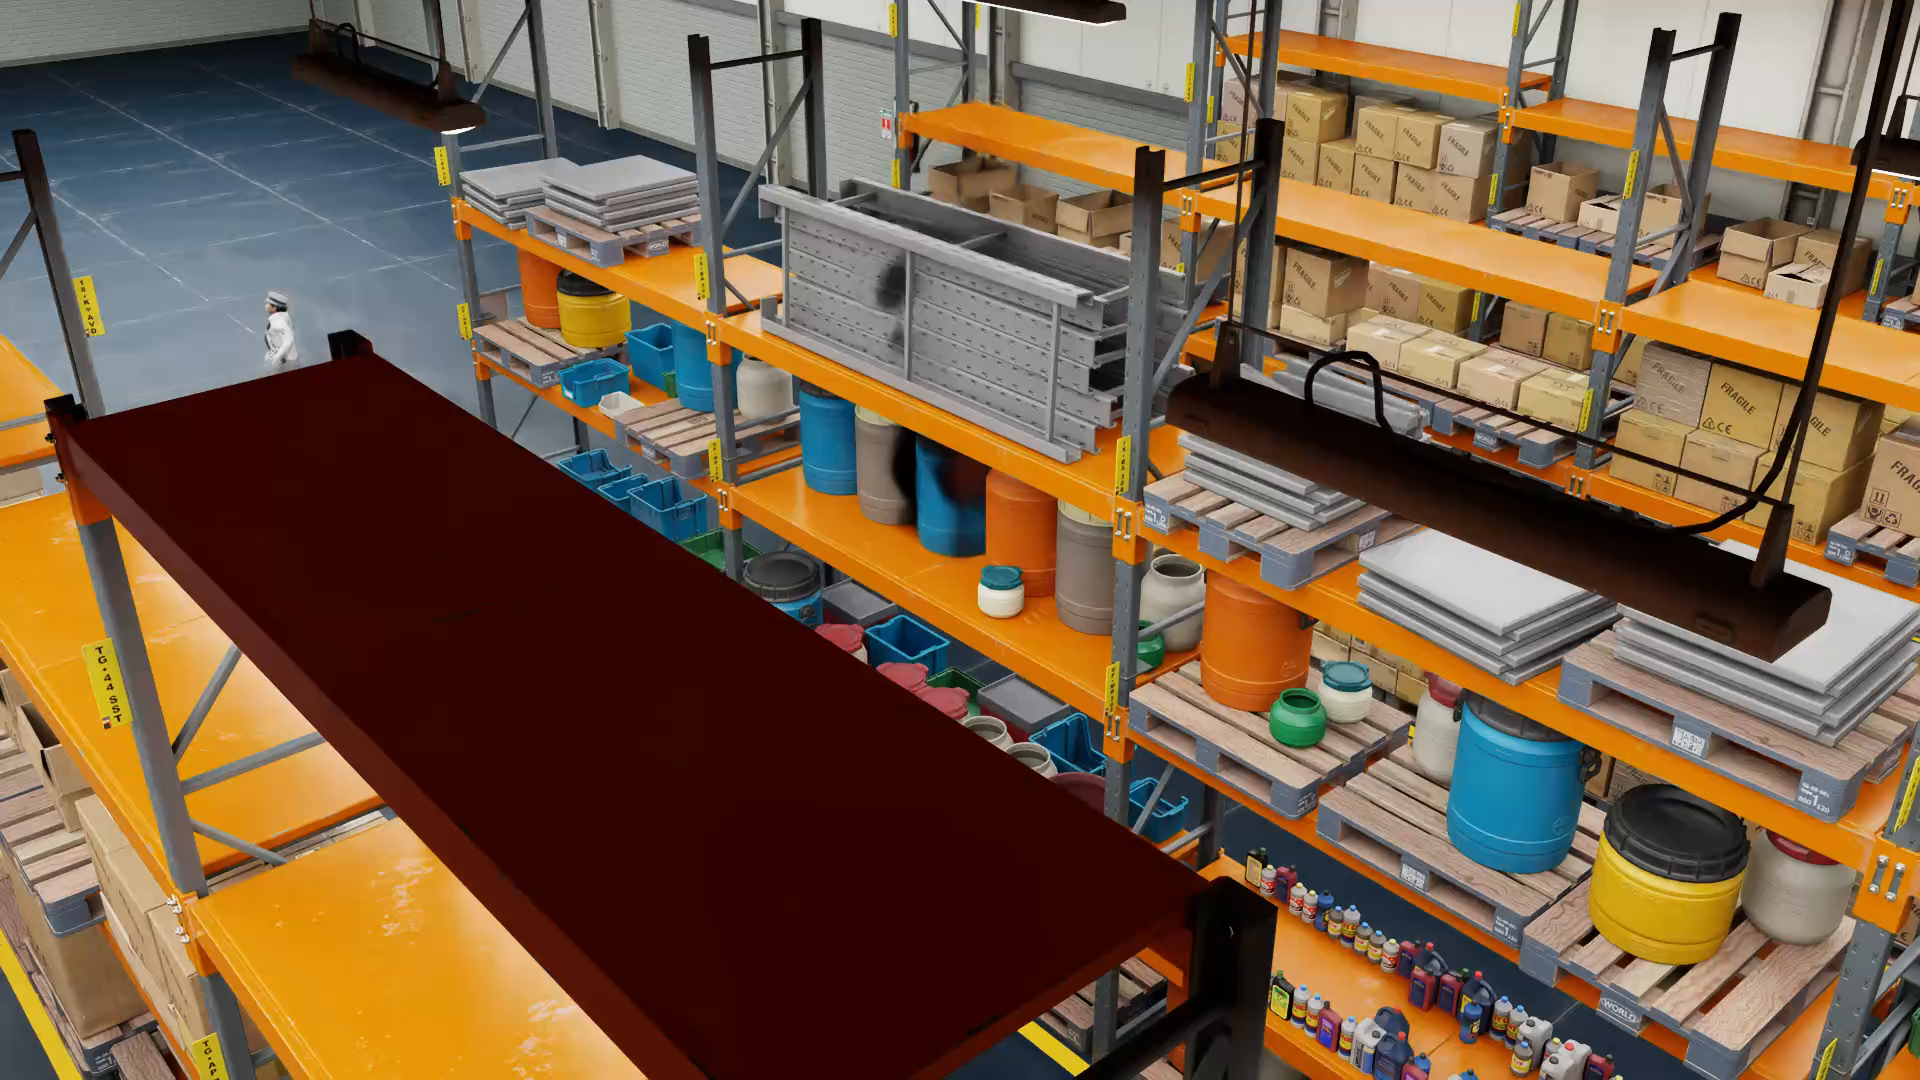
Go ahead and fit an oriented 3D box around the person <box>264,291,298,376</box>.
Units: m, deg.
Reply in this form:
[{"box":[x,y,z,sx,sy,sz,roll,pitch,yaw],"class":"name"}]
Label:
[{"box":[-8.131,-2.197,20.086,0.508,1.667,0.619,-9,28,-17],"class":"person"}]
